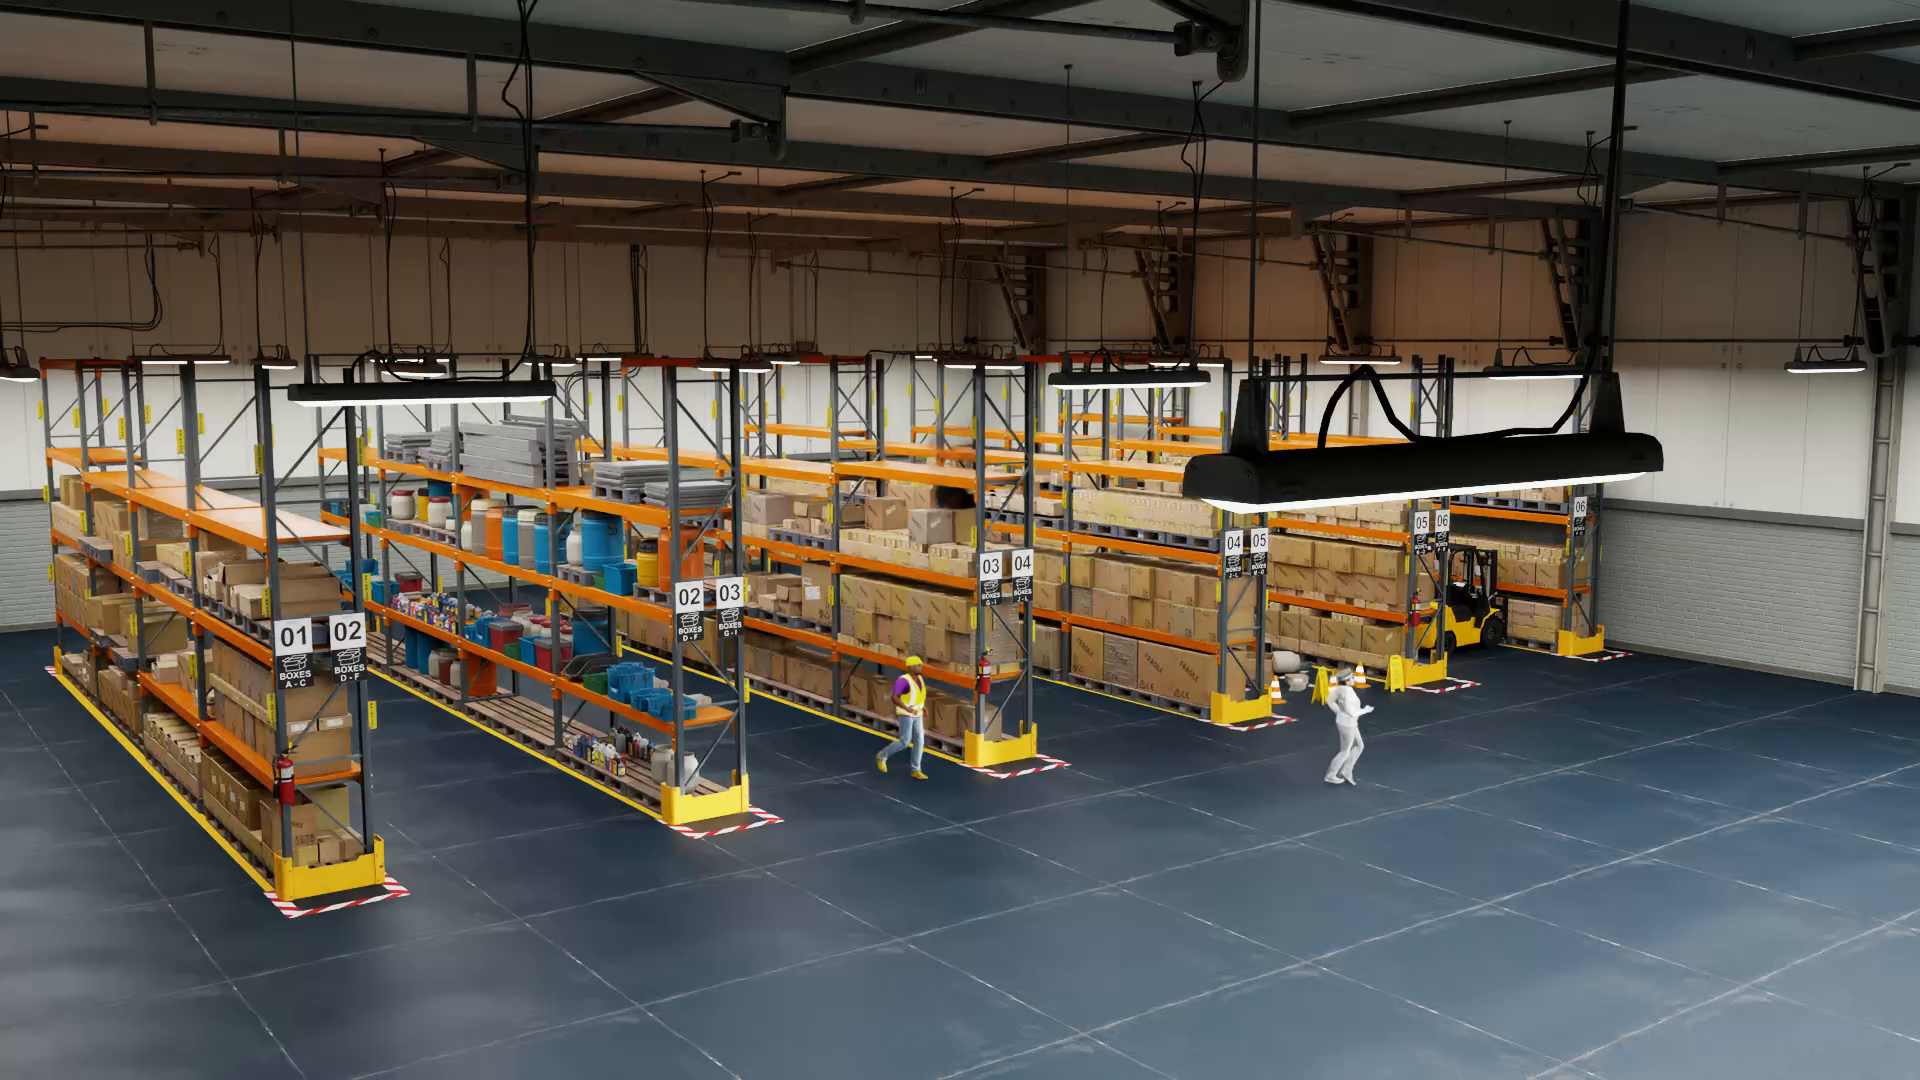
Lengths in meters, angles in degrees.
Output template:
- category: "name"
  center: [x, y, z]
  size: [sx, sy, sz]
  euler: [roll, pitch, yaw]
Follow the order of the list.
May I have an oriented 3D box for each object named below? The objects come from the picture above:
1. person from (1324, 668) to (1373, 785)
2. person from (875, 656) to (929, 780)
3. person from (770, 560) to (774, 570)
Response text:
- category: "person"
  center: [5.523, 2.667, 23.642]
  size: [0.659, 1.729, 0.592]
  euler: [0, 7, 2]
- category: "person"
  center: [-0.728, 2.559, 24.278]
  size: [0.849, 1.744, 0.762]
  euler: [4, 8, 32]
- category: "person"
  center: [-4.816, 0.498, 41.992]
  size: [0.742, 1.643, 0.621]
  euler: [1, 7, 7]
